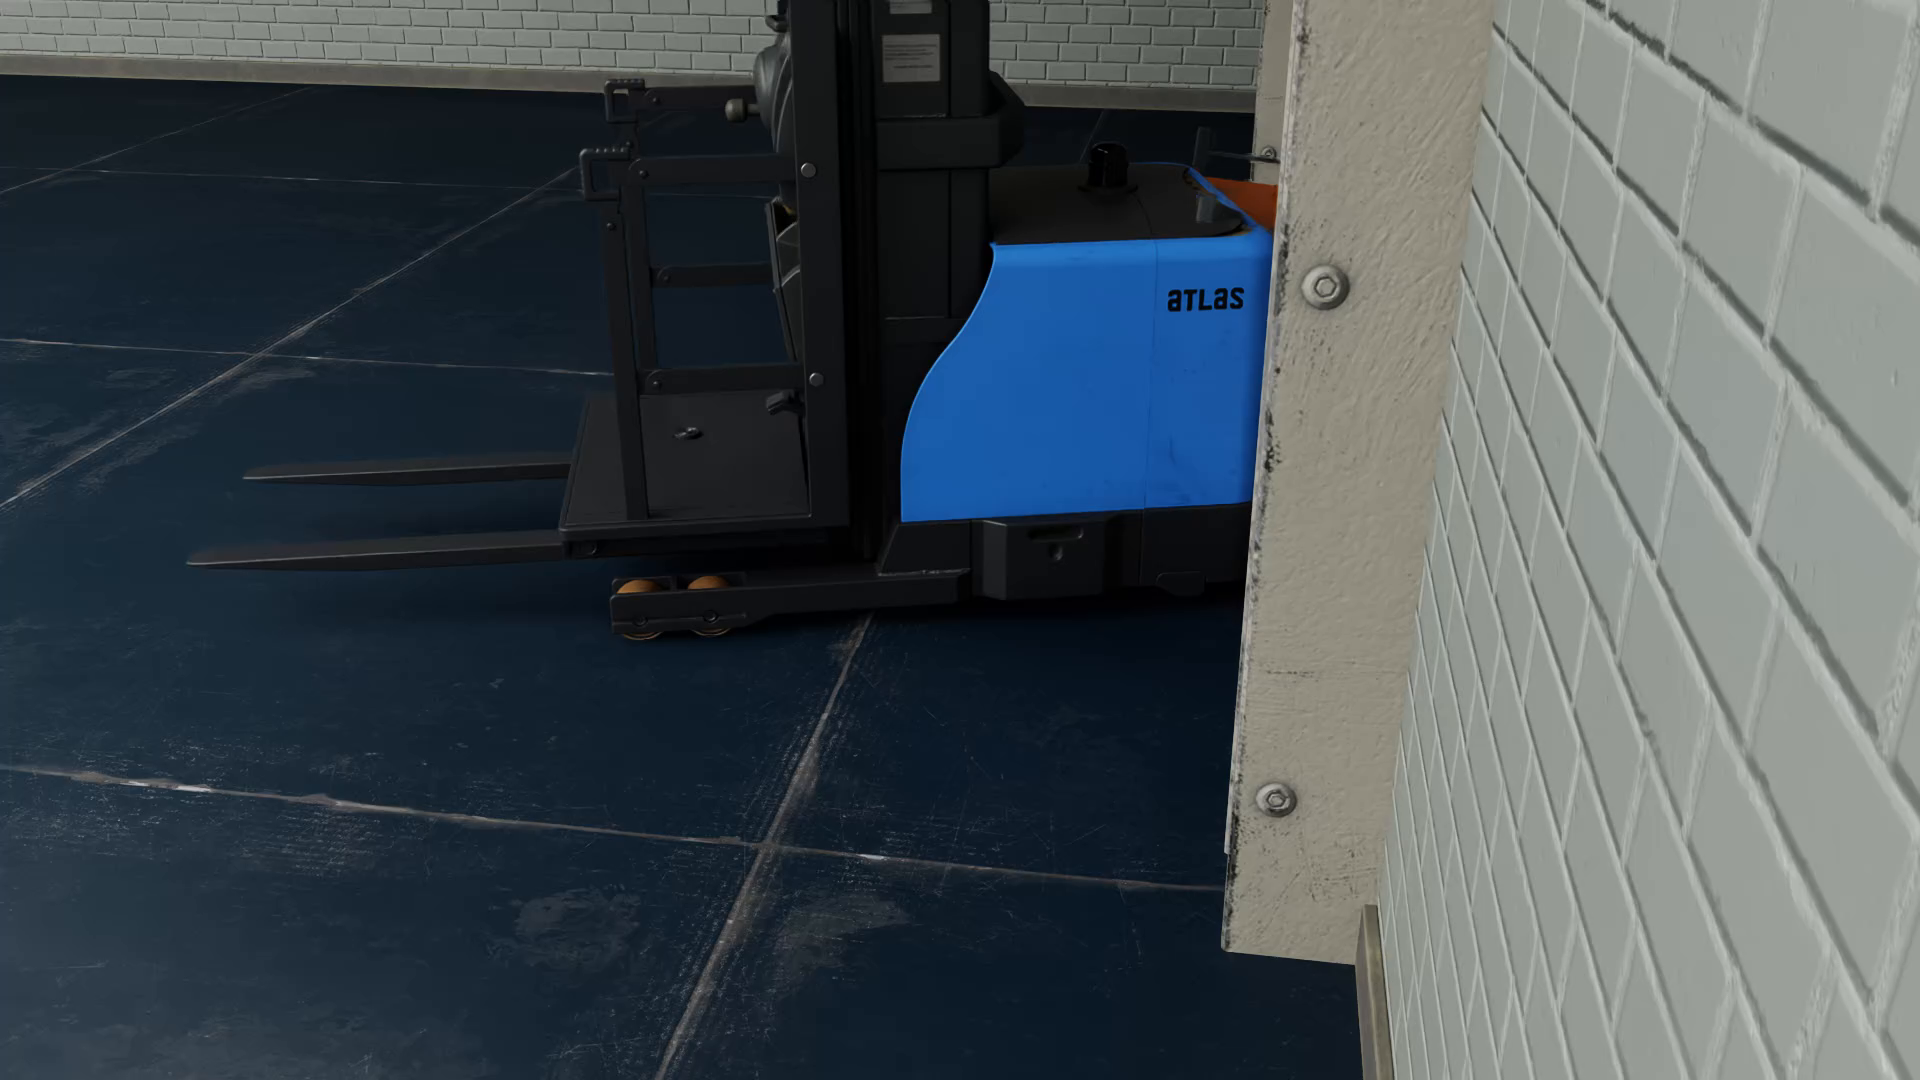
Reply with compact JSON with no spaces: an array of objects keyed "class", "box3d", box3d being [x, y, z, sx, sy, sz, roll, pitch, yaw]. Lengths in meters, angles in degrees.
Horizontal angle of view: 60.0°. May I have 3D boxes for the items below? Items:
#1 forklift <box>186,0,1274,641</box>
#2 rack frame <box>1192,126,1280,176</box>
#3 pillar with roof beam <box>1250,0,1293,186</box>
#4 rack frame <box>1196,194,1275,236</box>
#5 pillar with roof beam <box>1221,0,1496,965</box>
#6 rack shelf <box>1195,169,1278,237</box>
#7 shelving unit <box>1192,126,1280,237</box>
[{"class":"forklift","box3d":[-0.679,-1.284,4.535,3.031,2.935,1.130,-3,25,-7]},{"class":"rack frame","box3d":[0.971,-0.806,5.651,0.500,1.125,0.032,8,25,4]},{"class":"pillar with roof beam","box3d":[-2.542,-6.107,7.682,9.100,9.000,0.400,4,25,9]},{"class":"rack frame","box3d":[0.843,-0.394,4.730,0.500,1.125,0.032,8,25,4]},{"class":"pillar with roof beam","box3d":[-3.522,-3.598,2.321,9.100,9.000,0.400,4,25,9]},{"class":"rack shelf","box3d":[0.936,-0.864,5.068,0.538,0.278,1.000,8,25,4]},{"class":"shelving unit","box3d":[0.907,-0.600,5.190,0.538,1.125,1.048,8,25,4]}]
